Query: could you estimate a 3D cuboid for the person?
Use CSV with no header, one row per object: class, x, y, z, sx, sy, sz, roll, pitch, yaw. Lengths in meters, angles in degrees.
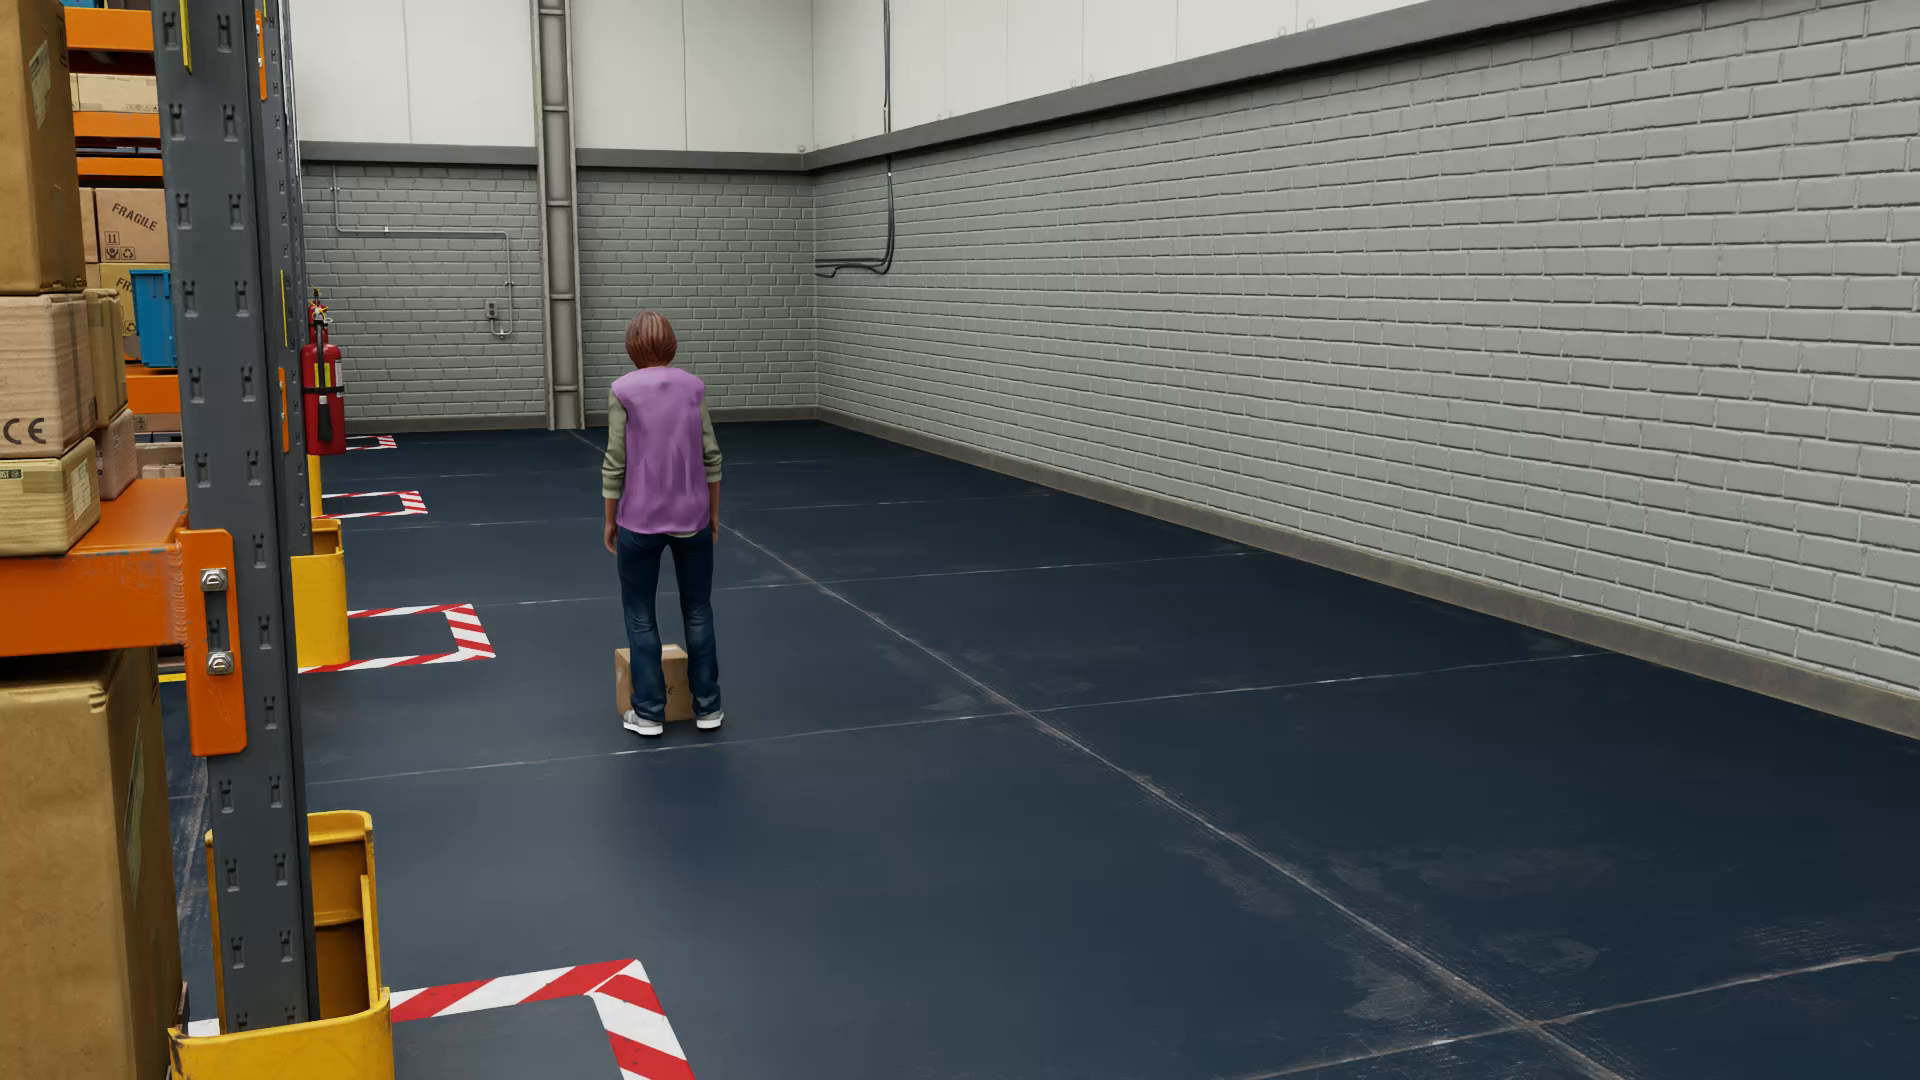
person,-1.115,-0.057,6.261,0.466,1.591,0.346,-4,10,-23
